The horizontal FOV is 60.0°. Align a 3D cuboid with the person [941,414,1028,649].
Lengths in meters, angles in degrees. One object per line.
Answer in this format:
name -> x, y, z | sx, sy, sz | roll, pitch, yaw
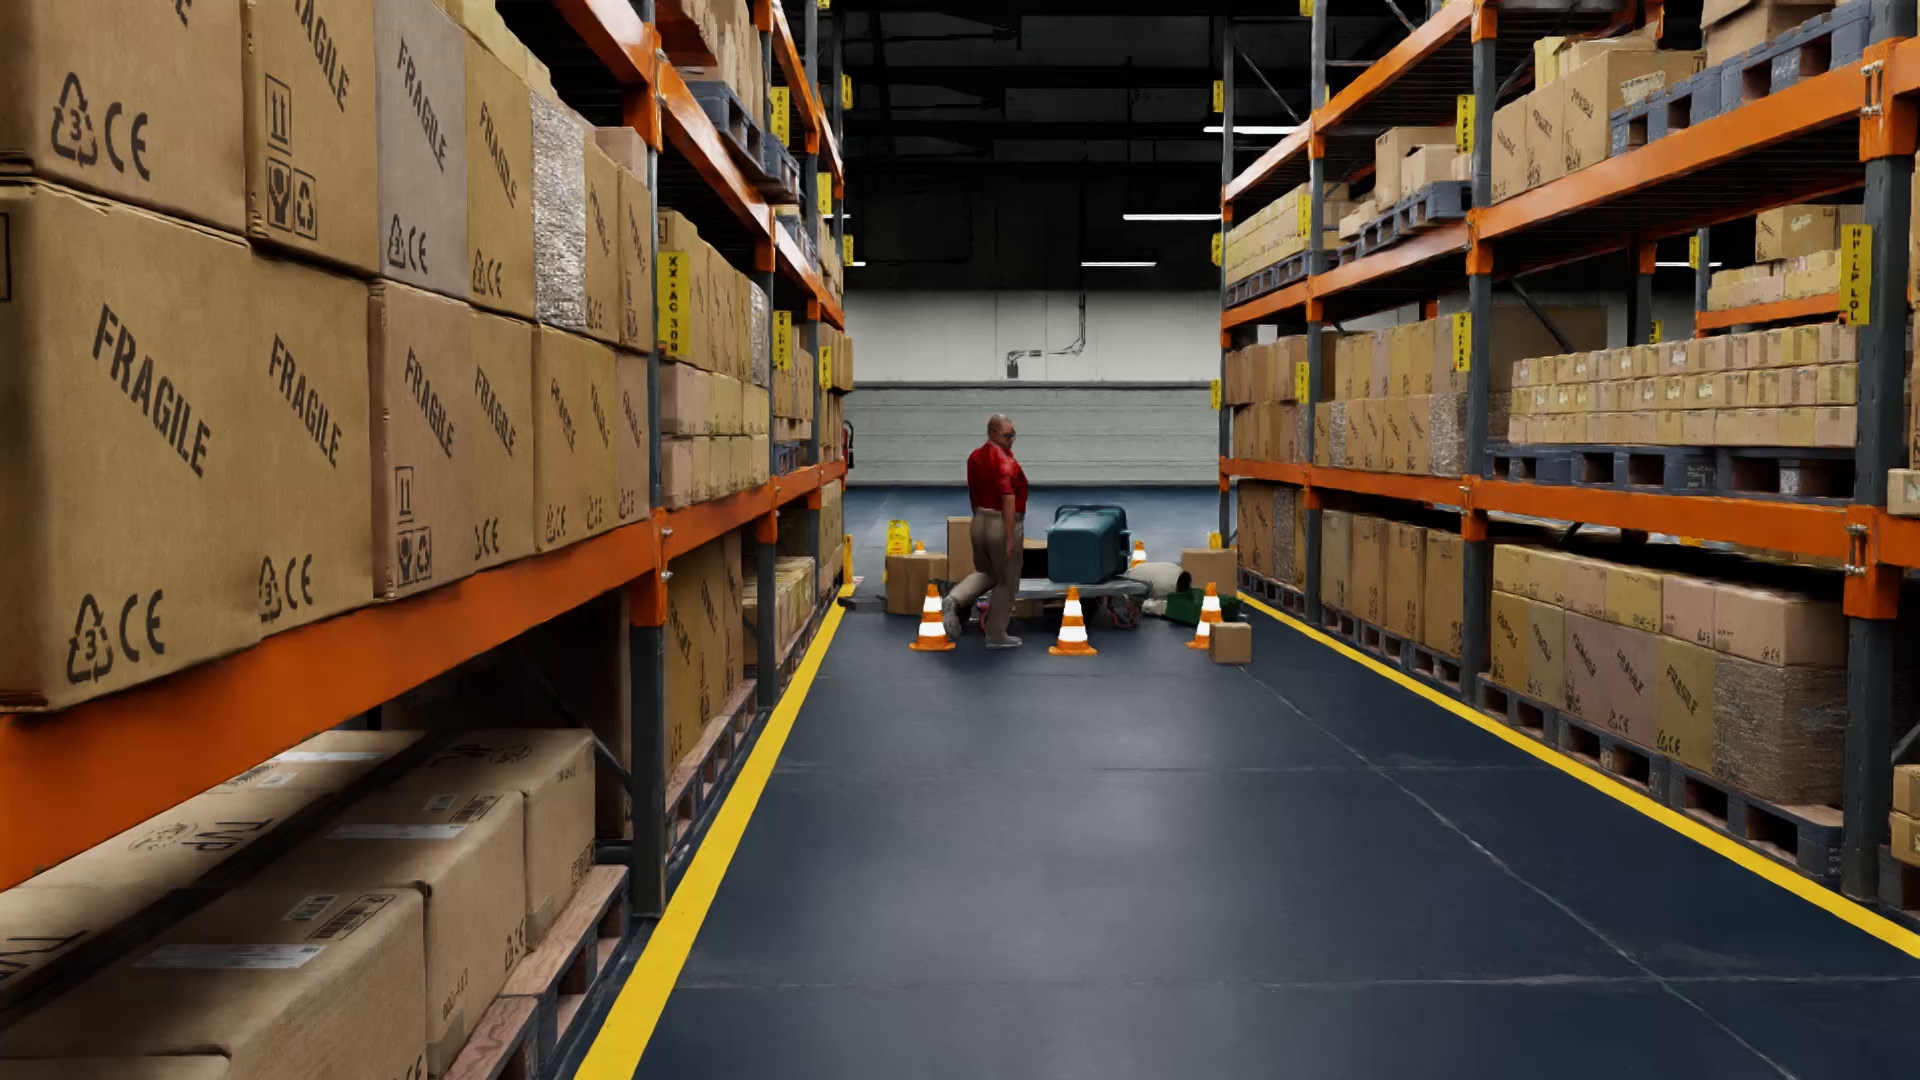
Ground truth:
person -> 0.241, -0.049, 11.818 | 0.721, 1.687, 0.605 | -3, 5, -39
